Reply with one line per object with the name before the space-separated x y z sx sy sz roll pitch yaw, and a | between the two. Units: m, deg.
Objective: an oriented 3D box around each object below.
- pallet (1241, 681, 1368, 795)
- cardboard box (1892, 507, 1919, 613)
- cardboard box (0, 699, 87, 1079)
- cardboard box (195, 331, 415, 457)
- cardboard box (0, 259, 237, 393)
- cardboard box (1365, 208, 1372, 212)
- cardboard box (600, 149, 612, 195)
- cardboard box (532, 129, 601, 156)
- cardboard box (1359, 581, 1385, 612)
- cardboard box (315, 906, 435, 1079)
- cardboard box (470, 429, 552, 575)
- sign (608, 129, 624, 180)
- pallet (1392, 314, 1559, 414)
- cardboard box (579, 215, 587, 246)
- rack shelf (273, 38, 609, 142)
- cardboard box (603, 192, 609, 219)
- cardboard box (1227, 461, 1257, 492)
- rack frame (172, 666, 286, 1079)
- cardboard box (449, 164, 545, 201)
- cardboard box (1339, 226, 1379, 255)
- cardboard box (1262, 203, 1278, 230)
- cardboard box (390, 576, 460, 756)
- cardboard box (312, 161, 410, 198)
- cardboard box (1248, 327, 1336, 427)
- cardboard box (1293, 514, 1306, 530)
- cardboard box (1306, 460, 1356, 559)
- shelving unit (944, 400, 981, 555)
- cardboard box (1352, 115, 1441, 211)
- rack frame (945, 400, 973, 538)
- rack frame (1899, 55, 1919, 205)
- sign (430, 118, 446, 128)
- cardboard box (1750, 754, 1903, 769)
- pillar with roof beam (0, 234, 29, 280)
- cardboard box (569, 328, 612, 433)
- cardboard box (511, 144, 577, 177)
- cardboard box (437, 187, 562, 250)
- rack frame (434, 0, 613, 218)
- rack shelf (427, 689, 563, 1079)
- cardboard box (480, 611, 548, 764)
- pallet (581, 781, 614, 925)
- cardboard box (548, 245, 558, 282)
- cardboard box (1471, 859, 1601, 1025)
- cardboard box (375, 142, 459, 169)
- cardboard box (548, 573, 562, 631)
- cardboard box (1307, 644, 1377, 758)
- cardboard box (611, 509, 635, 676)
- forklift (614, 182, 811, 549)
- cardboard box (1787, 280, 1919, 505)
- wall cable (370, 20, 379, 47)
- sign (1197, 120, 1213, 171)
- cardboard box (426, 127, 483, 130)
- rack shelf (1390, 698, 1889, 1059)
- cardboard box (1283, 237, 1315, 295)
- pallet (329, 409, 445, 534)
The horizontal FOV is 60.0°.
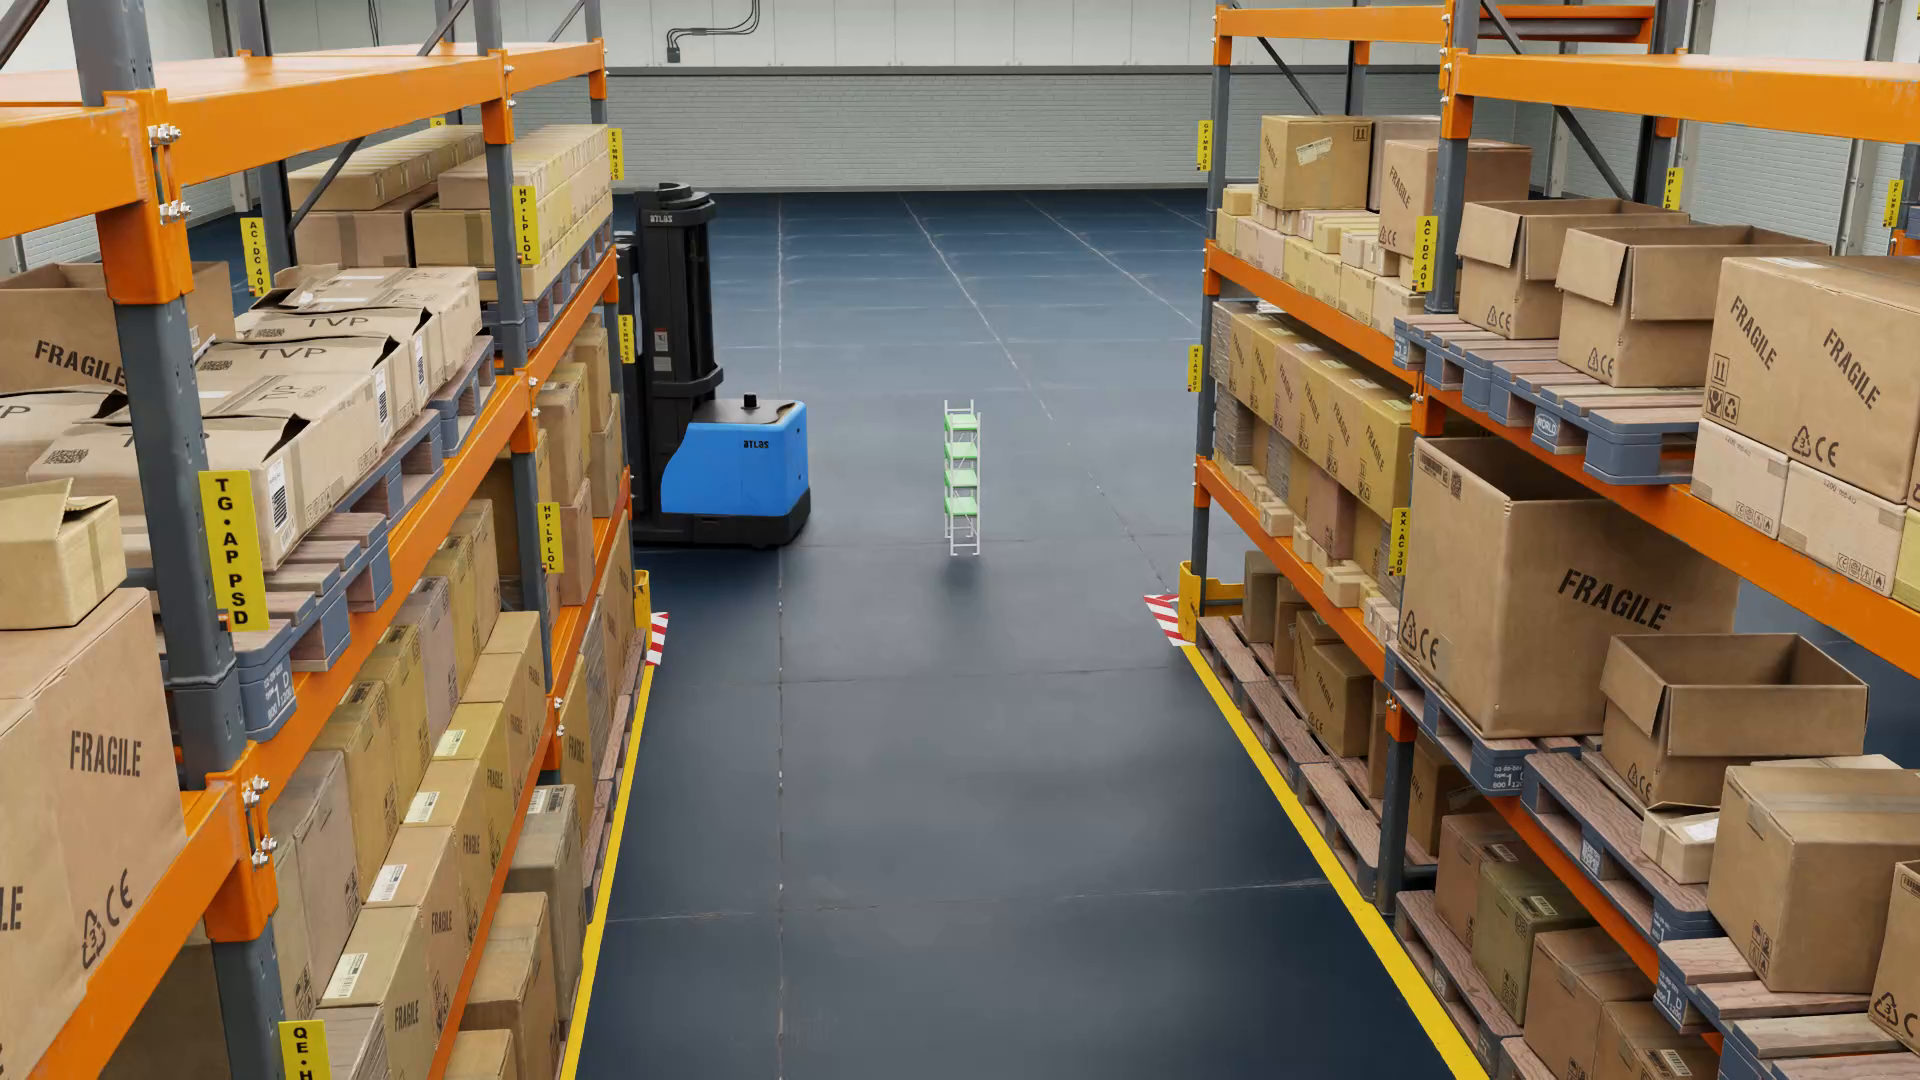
pallet | 2.348 1.170 10.099 1.003 0.211 1.213 -2 18 -6
cardboard box | 2.701 0.101 4.091 0.500 0.250 0.500 -2 18 -6
cardboard box | -1.574 0.550 2.244 0.500 0.500 0.500 -2 18 -6
cardboard box | -1.910 -0.444 4.856 0.500 0.311 0.500 -2 18 -7
cardboard box | -2.408 -0.519 4.779 0.500 0.500 0.500 -2 18 -6
cardboard box | 2.507 -1.955 9.973 0.380 0.149 0.250 -2 17 -5
cardboard box | -2.446 -2.278 10.304 0.500 0.250 0.500 -2 17 -5
cardboard box | -2.352 -2.365 9.915 0.380 0.149 0.250 -1 17 -5
cardboard box | 2.285 0.316 8.581 0.380 0.149 0.250 -2 18 -6
cardboard box | -1.783 1.376 4.618 0.500 0.500 0.500 -2 18 -6
cardboard box | -2.366 -0.172 7.664 0.875 0.550 0.550 -2 18 -6
sign | -2.234 -2.494 10.761 0.100 0.325 0.005 -2 18 -6
pallet | 2.539 -0.752 6.869 1.213 0.211 1.003 -2 18 -6
cardboard box | -2.247 -1.682 9.071 0.380 0.149 0.250 -2 17 -5
rack shelf | -2.569 -2.398 8.662 1.077 0.370 4.000 -2 18 -6
cardboard box | -2.378 -2.062 10.280 0.380 0.149 0.250 -2 18 -5
cardboard box | 1.979 -0.427 10.949 0.380 0.149 0.250 -2 18 -6
rack frame | -1.950 1.718 3.699 1.000 3.000 0.127 -2 18 -6
cardboard box | -2.089 -1.609 7.507 0.380 0.149 0.250 -2 18 -6
cardboard box | 2.205 -1.550 8.684 0.380 0.149 0.250 -1 17 -4
cardboard box | 2.025 -1.942 9.933 0.380 0.149 0.250 -2 18 -6
cardboard box | -2.198 0.453 5.892 0.700 0.500 0.500 -2 18 -5
cardboard box | -2.768 -1.663 7.679 0.380 0.149 0.250 -2 18 -6
cardboard box | 2.052 -0.985 9.975 0.500 0.500 0.500 -2 18 -6
cardboard box | 2.177 -0.057 9.769 0.380 0.149 0.250 -2 18 -6
cardboard box | 2.428 -0.219 9.203 0.875 0.500 0.500 -2 18 -6
shelving unit | 0.017 -0.523 13.840 0.258 1.200 0.503 -2 18 -6
cardboard box | 2.581 -2.194 9.653 0.500 0.500 0.500 -2 18 -6
rack frame | -0.008 -0.596 14.072 0.240 1.200 0.015 -2 18 -6
rack frame | 7.096 -3.804 11.272 1.000 3.000 0.127 -2 18 -6
sign | -3.328 -2.537 10.650 0.100 0.325 0.005 -2 18 -6
cardboard box | 3.050 0.959 5.663 0.500 0.250 0.500 -2 18 -7
pillar with roof beam | -11.024 -8.451 26.073 9.100 9.000 0.400 -2 18 -6
cardboard box | -2.627 -0.980 10.238 0.875 0.550 0.550 -2 18 -6
cardboard box | -2.219 -1.986 8.708 0.380 0.149 0.250 -2 18 -6
cardboard box | -2.188 -1.528 7.916 0.500 0.250 0.500 -2 18 -6
rack frame | -2.775 -3.528 10.392 1.000 3.000 0.127 -2 18 -6
rack shelf | -2.156 1.465 5.704 1.077 0.370 4.000 -2 18 -6
cardboard box | -2.043 0.625 7.011 0.500 0.500 0.500 -2 18 -6
pallet | -2.363 1.627 8.642 1.003 0.211 1.213 -2 18 -6
cardboard box | -2.115 -1.304 7.866 0.380 0.149 0.250 -2 18 -6
cardboard box | 2.654 1.712 7.156 0.700 0.500 0.500 -2 18 -6
cardboard box | -2.900 -2.041 8.884 0.380 0.149 0.250 -2 17 -5
cardboard box | -2.491 0.181 8.341 0.875 0.550 0.550 -2 18 -6
cardboard box | 2.371 0.922 9.706 0.500 0.500 0.500 -3 18 -11
cardboard box | -2.639 0.347 10.909 0.875 0.875 0.875 -2 18 -5
forklift | -2.877 -1.501 14.065 3.031 2.935 1.130 2 18 7
cardboard box | 2.633 -0.410 4.465 0.500 0.500 0.500 -2 18 -6
wall cable | -15.532 -11.331 40.428 3.097 2.526 0.112 -2 18 -6
sign | 1.629 -2.620 11.049 0.100 0.325 0.005 -2 18 -6
cardboard box | -3.032 -2.422 10.096 0.380 0.149 0.250 -2 18 -5
rack shelf | 2.788 1.342 6.097 1.077 0.370 4.000 -2 18 -6
cardboard box | 2.127 -1.541 9.320 0.500 0.250 0.500 -1 17 -4
pallet | -2.187 -0.147 4.944 1.003 0.211 1.213 -1 17 -3
